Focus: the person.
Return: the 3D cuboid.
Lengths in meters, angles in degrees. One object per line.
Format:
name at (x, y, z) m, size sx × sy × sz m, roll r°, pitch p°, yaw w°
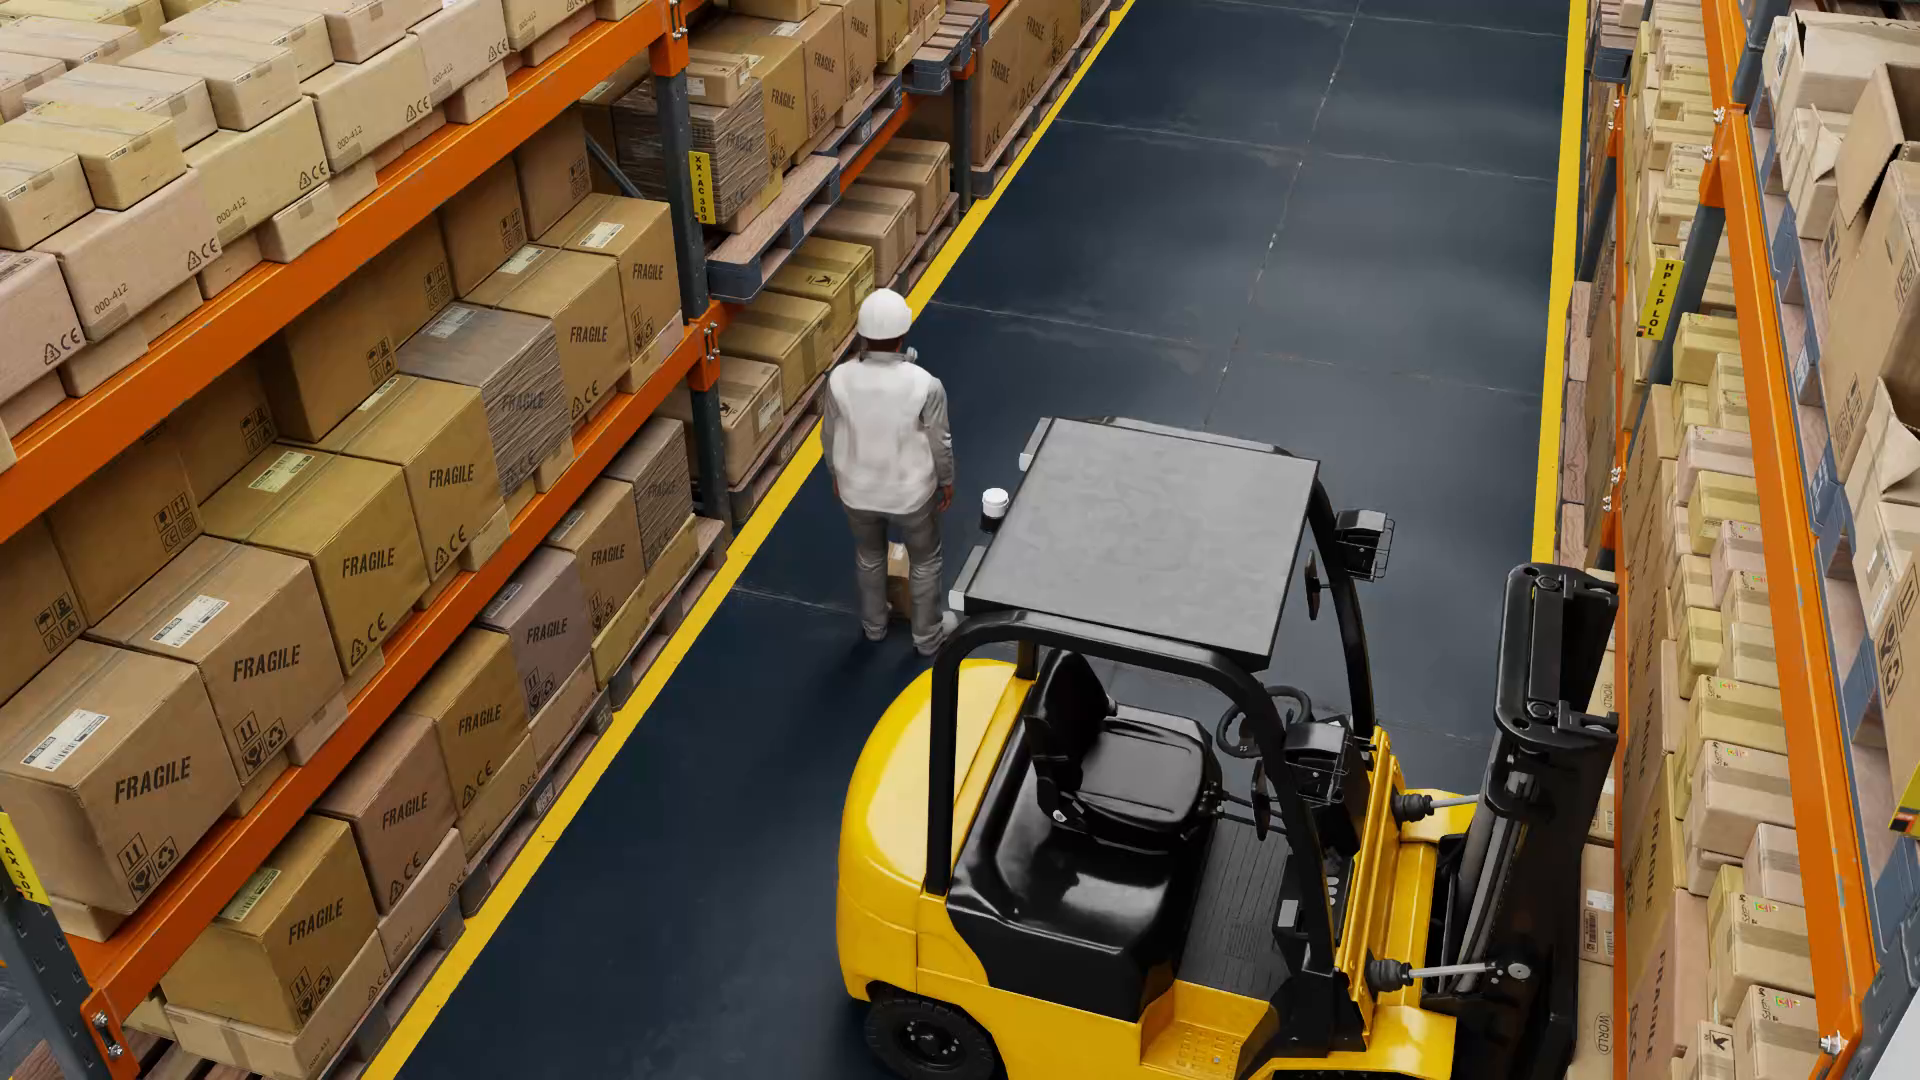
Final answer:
person at (-0.305, -0.260, 7.218) m, size 0.572 × 1.771 × 0.474 m, roll 7°, pitch 37°, yaw 9°
